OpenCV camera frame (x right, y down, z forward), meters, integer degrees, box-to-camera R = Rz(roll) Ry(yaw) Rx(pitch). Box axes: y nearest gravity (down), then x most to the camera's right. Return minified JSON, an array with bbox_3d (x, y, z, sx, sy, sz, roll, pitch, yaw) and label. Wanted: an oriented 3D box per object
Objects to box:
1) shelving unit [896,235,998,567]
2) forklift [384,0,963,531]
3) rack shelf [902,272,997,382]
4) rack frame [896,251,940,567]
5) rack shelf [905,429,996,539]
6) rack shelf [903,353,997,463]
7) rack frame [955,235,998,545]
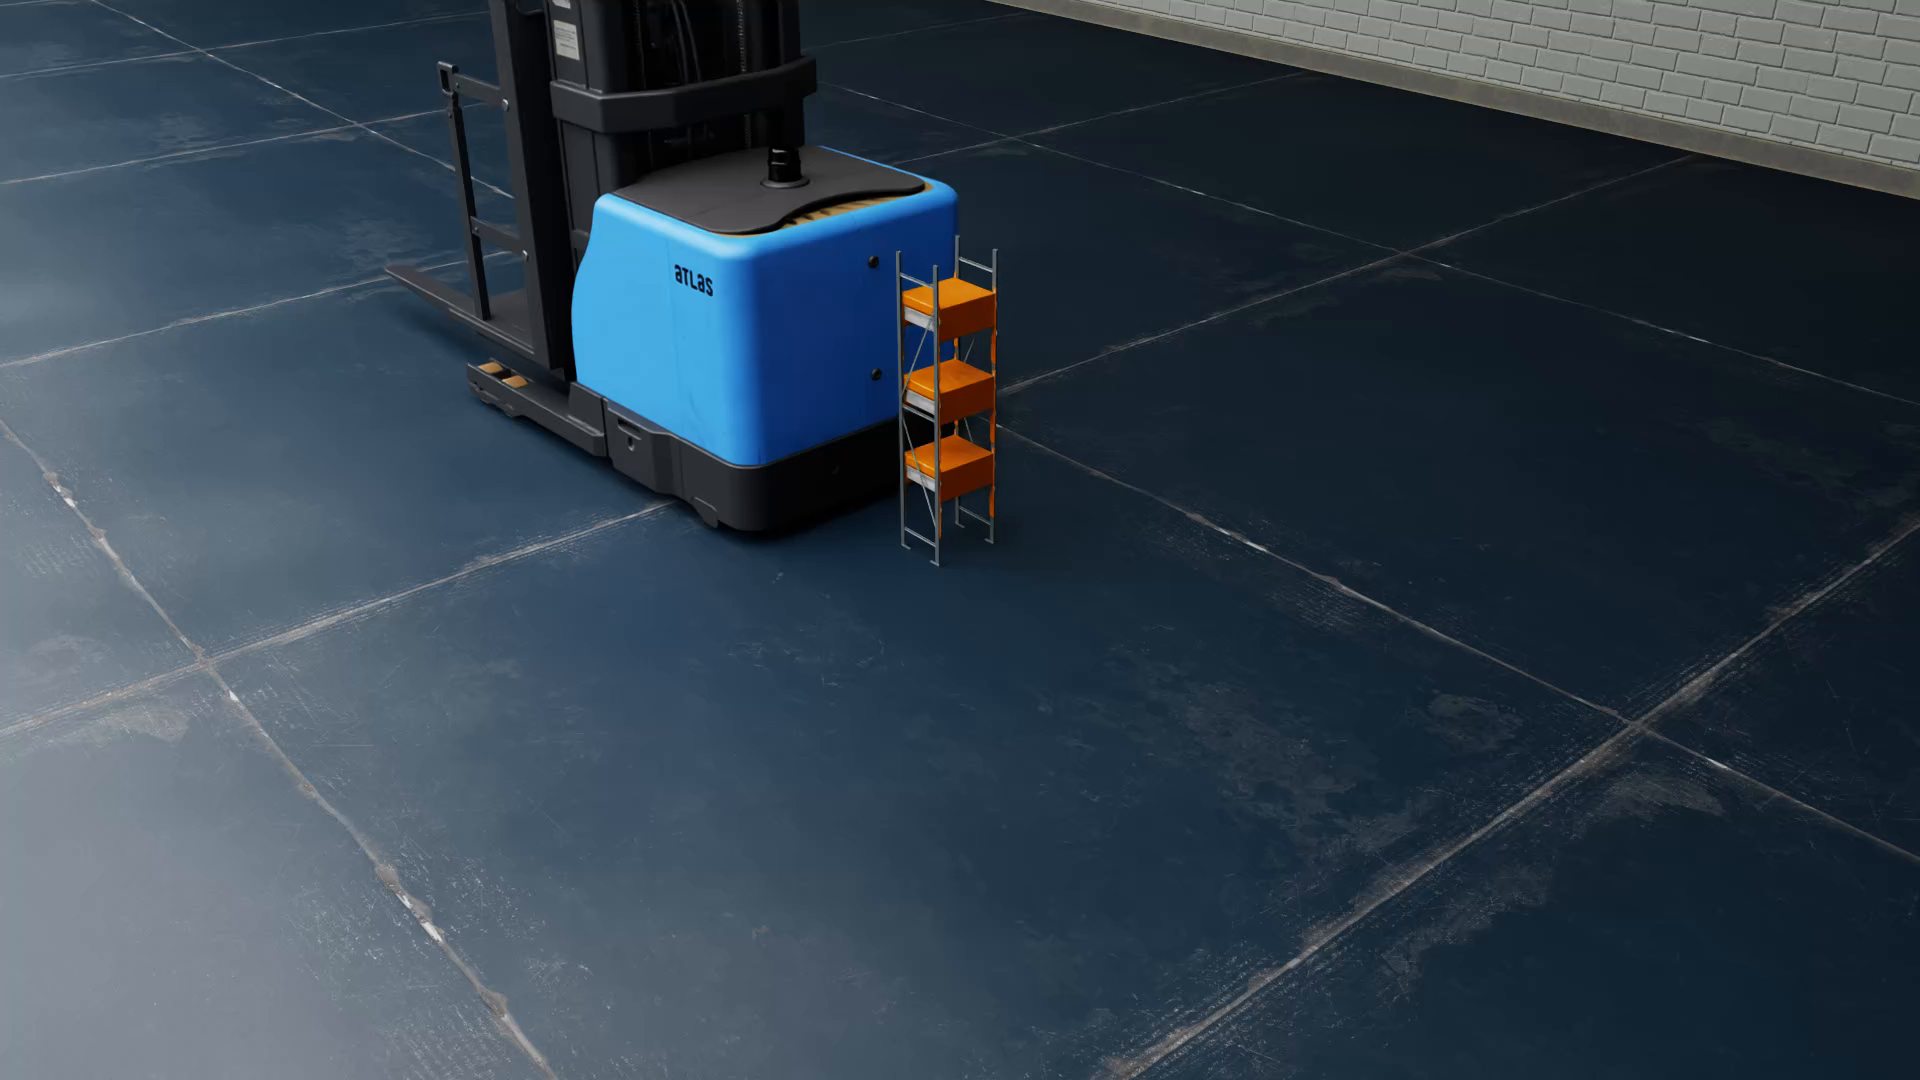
[{"bbox_3d":[-0.041,-0.447,5.472,0.252,1.050,0.215,-22,35,-35],"label":"shelving unit"},{"bbox_3d":[-1.359,-1.928,6.248,1.130,2.935,3.031,-24,36,-37],"label":"forklift"},{"bbox_3d":[-0.041,-0.688,5.343,0.240,0.259,0.215,-22,35,-35],"label":"rack shelf"},{"bbox_3d":[-0.134,-0.409,5.402,0.008,1.050,0.200,-22,35,-35],"label":"rack frame"},{"bbox_3d":[-0.041,-0.192,5.608,0.240,0.259,0.215,-22,35,-35],"label":"rack shelf"},{"bbox_3d":[-0.041,-0.437,5.477,0.240,0.259,0.215,-22,35,-35],"label":"rack shelf"},{"bbox_3d":[0.052,-0.484,5.542,0.008,1.050,0.200,-22,35,-35],"label":"rack frame"}]
